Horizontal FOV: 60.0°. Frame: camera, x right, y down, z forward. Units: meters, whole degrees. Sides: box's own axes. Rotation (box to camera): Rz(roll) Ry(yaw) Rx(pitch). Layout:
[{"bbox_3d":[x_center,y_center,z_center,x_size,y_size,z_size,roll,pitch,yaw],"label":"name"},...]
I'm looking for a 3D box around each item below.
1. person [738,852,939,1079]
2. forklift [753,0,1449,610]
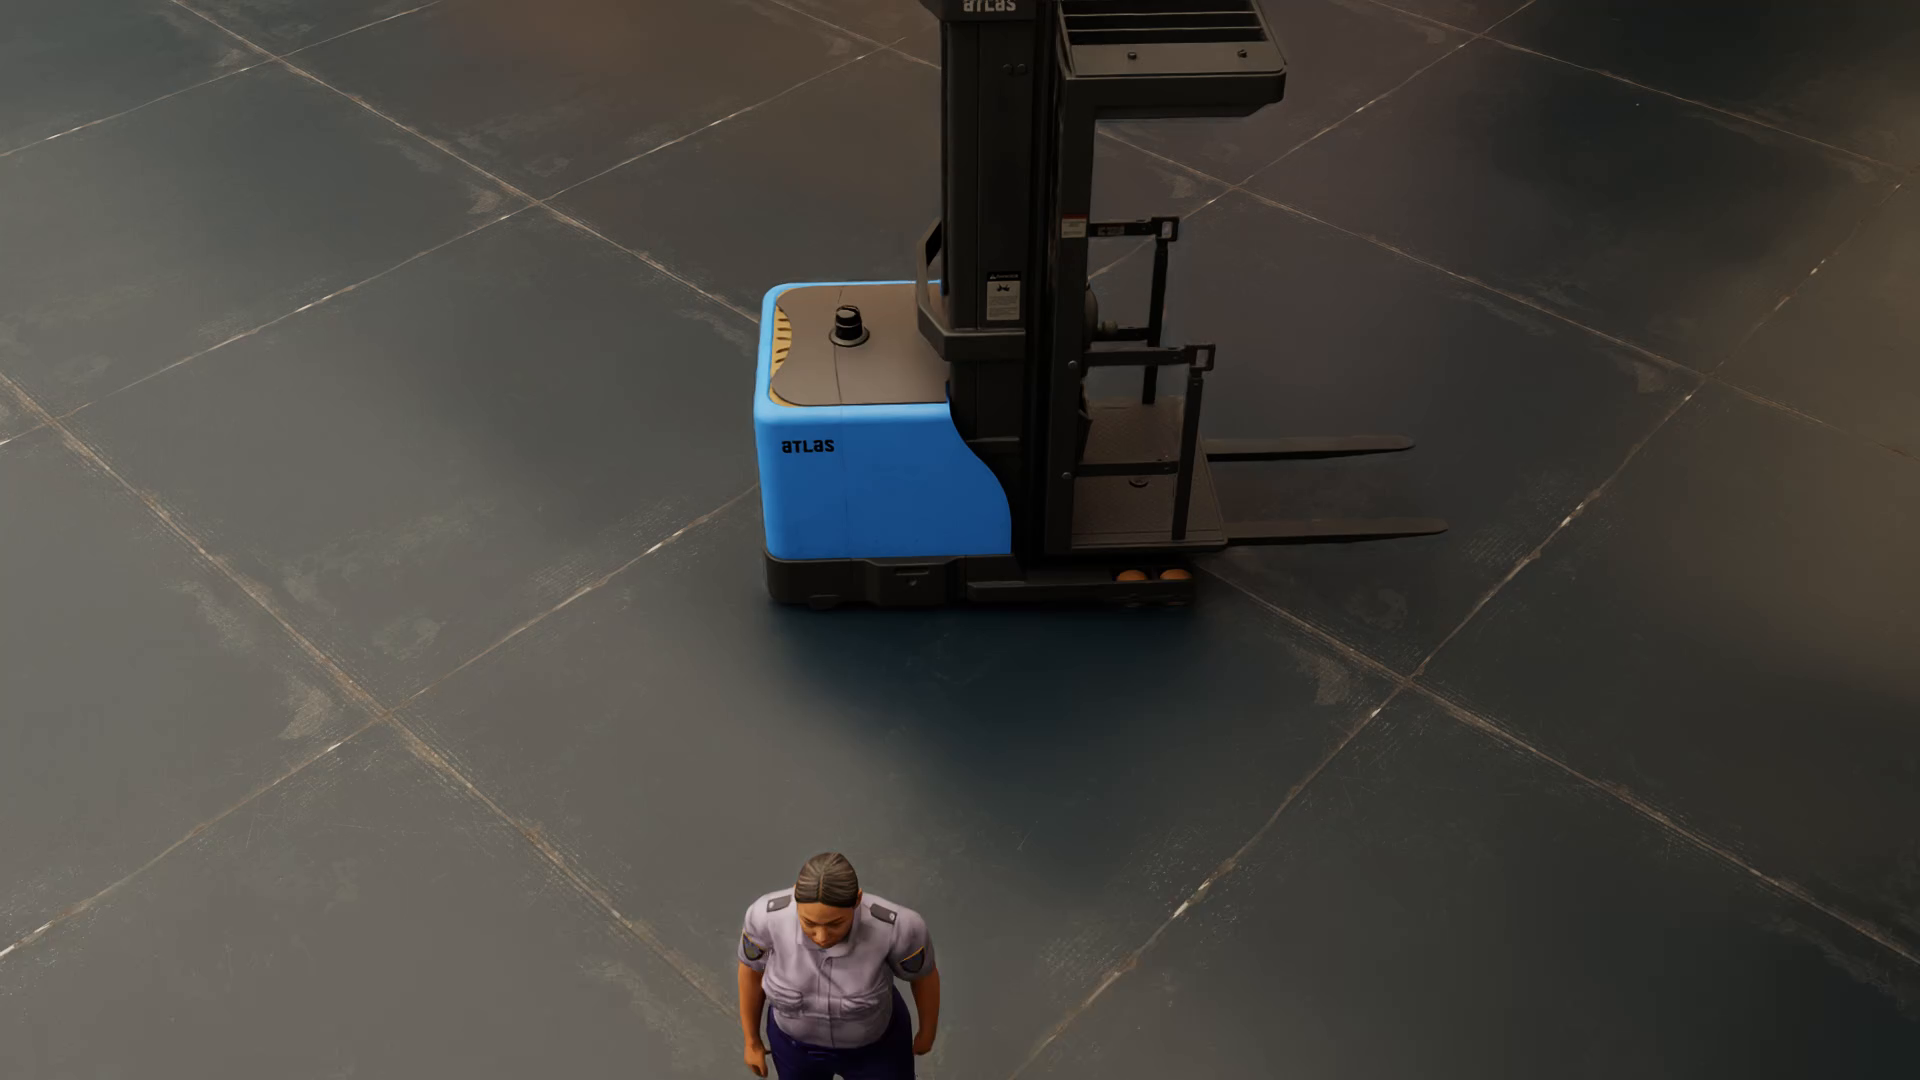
[{"bbox_3d":[-0.335,1.471,4.752,0.597,1.687,0.528,6,41,6],"label":"person"},{"bbox_3d":[0.648,-1.163,6.784,3.031,2.935,1.130,-2,41,-2],"label":"forklift"}]
